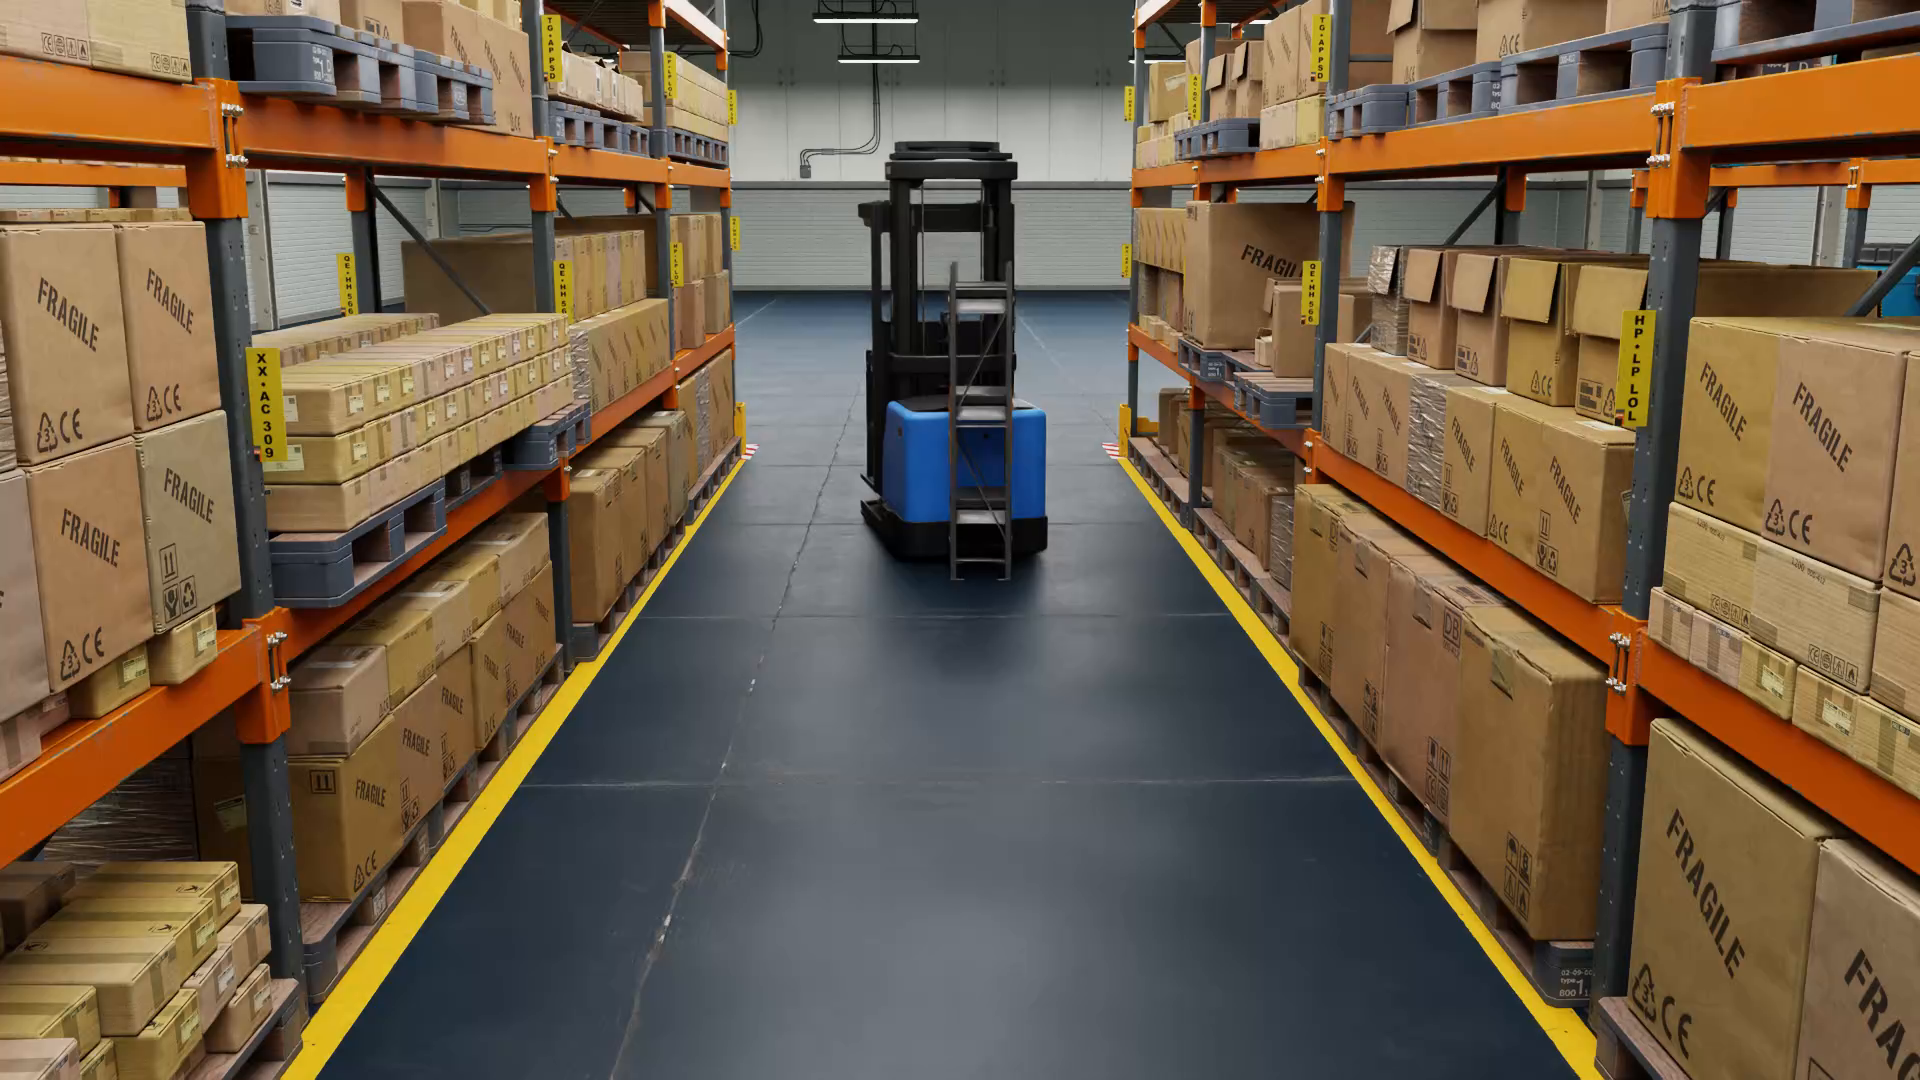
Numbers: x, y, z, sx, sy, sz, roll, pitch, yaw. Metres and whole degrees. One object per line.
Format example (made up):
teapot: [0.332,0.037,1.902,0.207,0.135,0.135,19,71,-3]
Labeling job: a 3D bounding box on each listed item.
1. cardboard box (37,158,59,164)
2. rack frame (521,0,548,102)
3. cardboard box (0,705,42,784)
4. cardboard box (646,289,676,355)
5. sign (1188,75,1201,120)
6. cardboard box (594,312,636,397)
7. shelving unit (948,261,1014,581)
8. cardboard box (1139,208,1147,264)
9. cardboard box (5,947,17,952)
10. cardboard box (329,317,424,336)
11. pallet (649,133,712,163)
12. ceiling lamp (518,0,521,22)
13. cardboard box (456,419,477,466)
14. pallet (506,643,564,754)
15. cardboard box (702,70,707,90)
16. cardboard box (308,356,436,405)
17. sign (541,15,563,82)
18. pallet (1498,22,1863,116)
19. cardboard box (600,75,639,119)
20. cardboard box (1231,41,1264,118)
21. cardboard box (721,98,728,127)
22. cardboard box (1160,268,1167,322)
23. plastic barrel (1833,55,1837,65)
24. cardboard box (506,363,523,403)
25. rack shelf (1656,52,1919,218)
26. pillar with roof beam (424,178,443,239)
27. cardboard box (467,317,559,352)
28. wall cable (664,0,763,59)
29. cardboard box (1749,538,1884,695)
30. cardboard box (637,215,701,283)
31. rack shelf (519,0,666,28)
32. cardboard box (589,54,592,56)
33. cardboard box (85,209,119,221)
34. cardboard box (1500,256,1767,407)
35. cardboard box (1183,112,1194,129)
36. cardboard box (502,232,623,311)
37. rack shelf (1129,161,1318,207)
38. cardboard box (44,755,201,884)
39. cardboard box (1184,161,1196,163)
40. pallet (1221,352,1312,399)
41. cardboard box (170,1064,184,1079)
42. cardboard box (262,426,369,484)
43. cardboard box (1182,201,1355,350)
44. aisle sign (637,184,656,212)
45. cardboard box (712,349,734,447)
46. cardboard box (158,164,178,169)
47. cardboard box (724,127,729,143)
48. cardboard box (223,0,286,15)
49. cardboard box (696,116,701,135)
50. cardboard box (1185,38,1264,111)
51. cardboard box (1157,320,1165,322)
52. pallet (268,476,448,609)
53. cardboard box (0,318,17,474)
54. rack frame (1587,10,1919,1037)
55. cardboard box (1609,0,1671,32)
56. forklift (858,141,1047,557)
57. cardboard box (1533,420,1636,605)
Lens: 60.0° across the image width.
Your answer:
cardboard box: [-7.422,-3.067,13.221,0.380,0.149,0.250,0,11,1]
rack frame: [-2.601,-3.692,8.123,1.000,3.000,0.127,0,11,-1]
cardboard box: [-2.202,0.432,3.518,0.380,0.149,0.250,-1,11,-4]
cardboard box: [-2.703,-1.694,12.985,0.875,0.550,0.550,0,11,-1]
sign: [1.735,-3.267,12.272,0.100,0.325,0.005,0,11,-1]
cardboard box: [-2.372,-1.191,10.635,0.500,0.500,0.500,0,11,-2]
shelving unit: [0.146,-0.803,11.215,0.431,2.100,0.503,0,12,2]
cardboard box: [1.937,-2.817,15.386,0.500,0.500,0.500,0,11,-1]
cardboard box: [-2.831,1.162,4.651,0.380,0.149,0.250,0,11,1]
cardboard box: [-2.777,-0.980,7.924,0.380,0.149,0.250,-1,11,-3]
pallet: [-2.713,-3.378,14.344,1.003,0.211,1.213,0,11,-1]
ceiling lamp: [-9.166,-11.343,31.156,2.000,3.185,0.800,0,11,-1]
cardboard box: [-2.099,-0.379,6.458,0.380,0.149,0.250,0,11,-2]
pallet: [-2.586,0.770,8.231,1.003,0.211,1.213,0,11,-1]
cardboard box: [-2.389,-3.966,14.336,0.380,0.149,0.250,0,11,-1]
cardboard box: [-2.084,-0.567,5.889,0.380,0.149,0.250,0,11,-2]
sign: [-2.059,-2.477,8.379,0.100,0.325,0.005,0,11,-1]
pallet: [2.374,-1.515,5.420,0.805,0.209,1.217,-1,11,-3]
cardboard box: [-2.438,-2.954,11.098,0.500,0.250,0.500,0,11,-2]
cardboard box: [2.208,-2.992,10.904,0.797,0.503,0.637,0,11,1]
cardboard box: [-2.477,-4.043,15.720,0.500,0.250,0.500,0,11,0]
cardboard box: [2.276,-2.229,15.002,0.875,0.500,0.500,0,11,-1]
plastic barrel: [7.316,-3.687,13.328,0.600,0.901,0.708,0,11,-1]
cardboard box: [-2.113,-0.679,7.190,0.380,0.149,0.250,0,11,-2]
rack shelf: [2.484,-0.677,2.615,1.077,0.370,4.000,0,11,-1]
pillar with roof beam: [-9.878,-11.059,44.440,9.100,9.000,0.548,0,11,-1]
cardboard box: [-2.130,-0.980,7.927,0.380,0.149,0.250,0,11,-2]
wall cable: [-7.123,-14.839,46.738,3.097,2.526,0.112,0,11,-1]
cardboard box: [2.196,0.164,3.834,0.500,0.250,0.500,0,11,-1]
cardboard box: [-2.658,-2.440,13.947,0.875,0.550,0.550,0,11,-1]
rack shelf: [-2.642,-3.541,10.194,1.077,0.370,4.000,0,11,-1]
cardboard box: [-3.015,-3.661,12.834,0.380,0.149,0.250,0,11,-1]
cardboard box: [-7.395,-2.481,13.730,0.700,0.500,0.500,0,11,-2]
cardboard box: [2.418,-0.761,5.990,0.797,0.503,0.637,0,11,-1]
cardboard box: [1.976,-3.305,13.138,0.380,0.149,0.250,-1,11,-4]
cardboard box: [-2.645,-1.784,11.044,0.700,0.500,0.500,0,11,-1]
rack shelf: [2.236,-3.062,14.373,1.077,0.370,4.000,0,11,-1]
cardboard box: [-2.786,0.917,5.727,0.500,0.500,0.500,0,11,-2]
cardboard box: [2.007,-3.033,12.798,0.500,0.250,0.500,0,11,1]
pallet: [2.278,-1.051,10.679,1.003,0.211,1.213,0,11,-1]
cardboard box: [-2.178,1.416,4.151,0.380,0.149,0.250,-1,11,-3]
cardboard box: [-2.067,-0.265,5.149,0.380,0.149,0.250,0,11,0]
cardboard box: [2.154,-1.888,11.758,1.000,1.000,1.000,0,11,-1]
aisle sign: [-3.068,-3.629,16.363,0.394,0.787,0.004,0,11,-1]
cardboard box: [-2.686,-1.372,16.064,0.875,0.875,0.875,0,11,-1]
cardboard box: [-7.417,-3.476,15.237,0.380,0.149,0.250,0,11,1]
cardboard box: [-2.421,-3.879,15.914,0.380,0.149,0.250,0,11,-1]
cardboard box: [-2.416,-1.757,4.824,0.700,0.500,0.500,0,11,-1]
cardboard box: [-2.380,-3.475,13.925,0.380,0.149,0.250,0,11,-1]
cardboard box: [2.013,-3.545,12.689,0.500,0.500,0.500,-1,11,-3]
cardboard box: [1.995,-1.913,15.076,0.380,0.149,0.250,0,11,-1]
pallet: [-2.389,-0.015,5.571,1.003,0.211,1.213,0,11,-1]
cardboard box: [-2.226,-0.344,3.198,0.500,0.500,0.500,0,11,0]
rack frame: [2.443,0.043,4.802,1.000,3.000,0.127,0,11,-1]
cardboard box: [2.421,-1.797,5.020,0.700,0.500,0.500,0,11,0]
forklift: [-0.182,-1.565,12.900,1.130,2.935,3.031,-2,12,-12]
cardboard box: [2.160,-0.098,5.244,0.500,0.500,0.500,0,11,-1]
